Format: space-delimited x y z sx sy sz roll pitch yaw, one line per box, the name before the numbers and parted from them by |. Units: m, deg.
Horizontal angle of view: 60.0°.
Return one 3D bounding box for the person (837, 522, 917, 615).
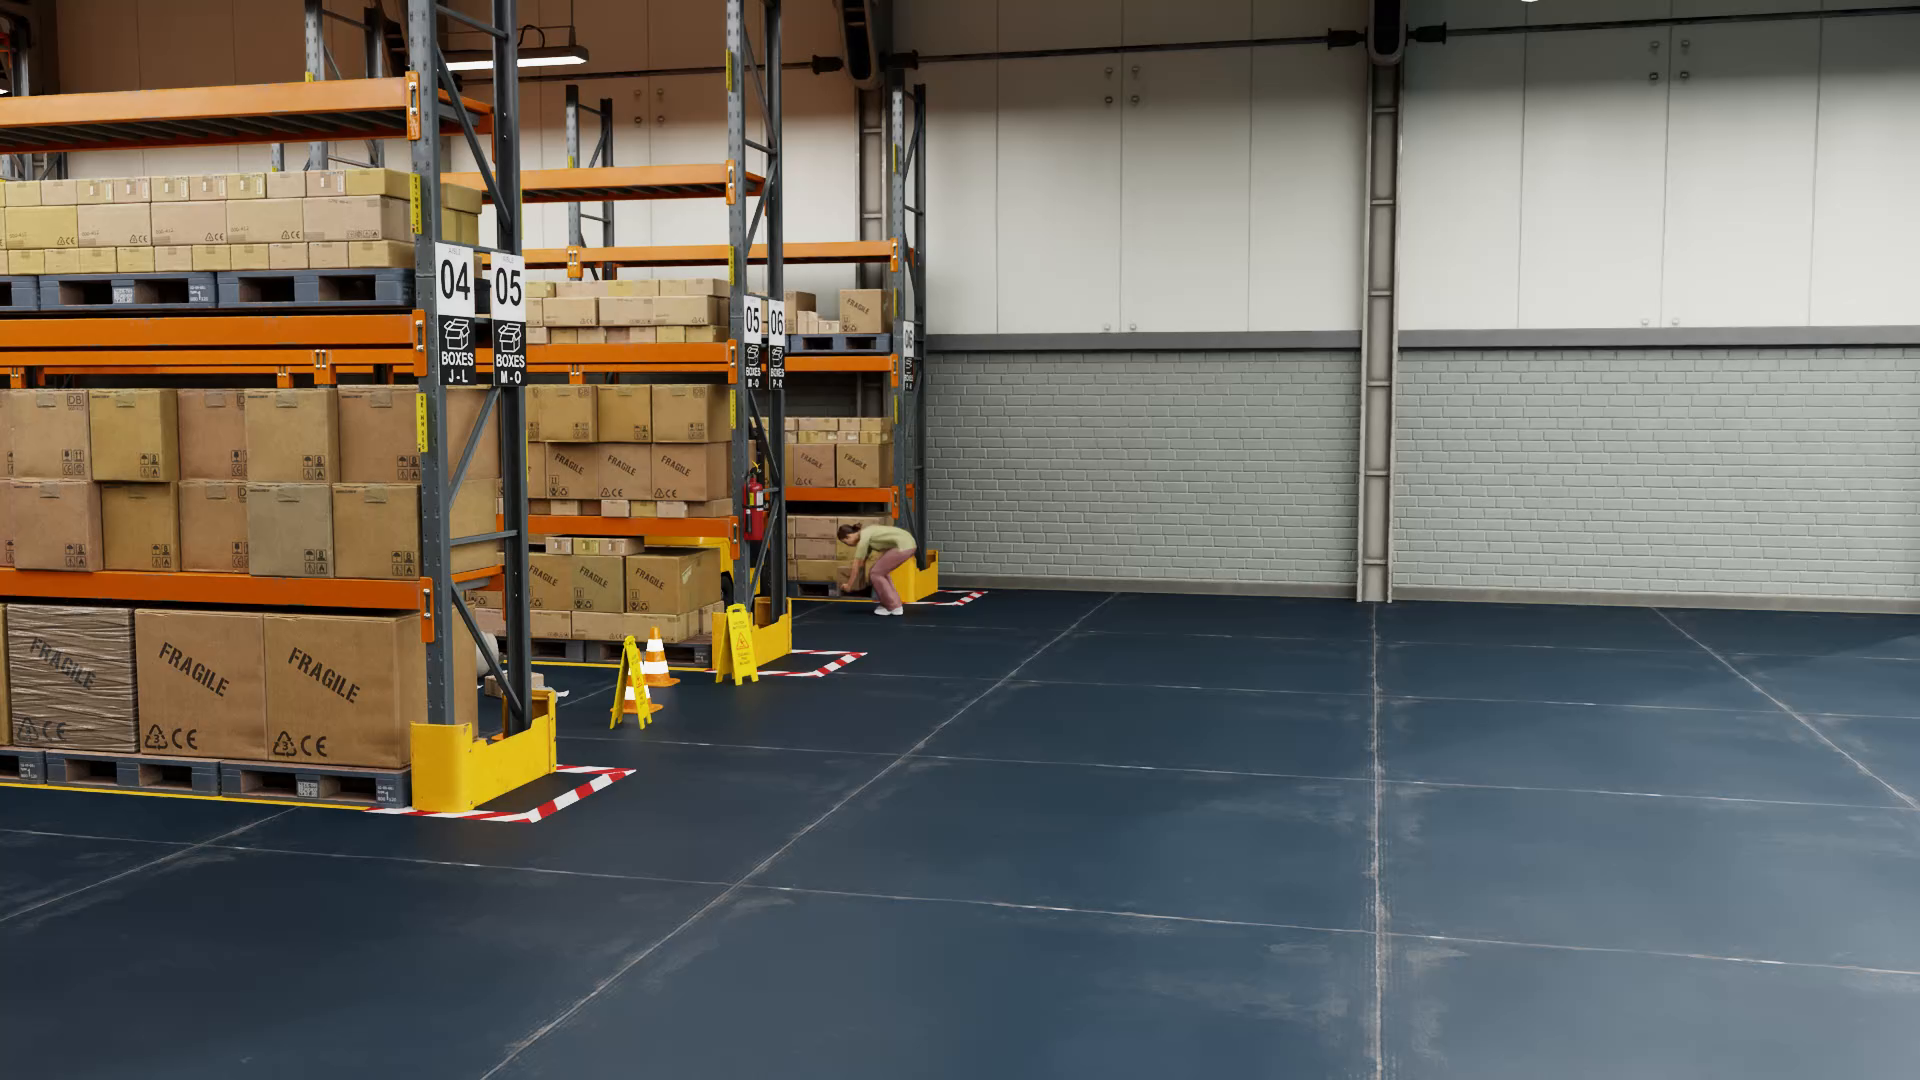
person | -0.905 0.320 18.012 0.867 0.959 0.464 1 5 11
